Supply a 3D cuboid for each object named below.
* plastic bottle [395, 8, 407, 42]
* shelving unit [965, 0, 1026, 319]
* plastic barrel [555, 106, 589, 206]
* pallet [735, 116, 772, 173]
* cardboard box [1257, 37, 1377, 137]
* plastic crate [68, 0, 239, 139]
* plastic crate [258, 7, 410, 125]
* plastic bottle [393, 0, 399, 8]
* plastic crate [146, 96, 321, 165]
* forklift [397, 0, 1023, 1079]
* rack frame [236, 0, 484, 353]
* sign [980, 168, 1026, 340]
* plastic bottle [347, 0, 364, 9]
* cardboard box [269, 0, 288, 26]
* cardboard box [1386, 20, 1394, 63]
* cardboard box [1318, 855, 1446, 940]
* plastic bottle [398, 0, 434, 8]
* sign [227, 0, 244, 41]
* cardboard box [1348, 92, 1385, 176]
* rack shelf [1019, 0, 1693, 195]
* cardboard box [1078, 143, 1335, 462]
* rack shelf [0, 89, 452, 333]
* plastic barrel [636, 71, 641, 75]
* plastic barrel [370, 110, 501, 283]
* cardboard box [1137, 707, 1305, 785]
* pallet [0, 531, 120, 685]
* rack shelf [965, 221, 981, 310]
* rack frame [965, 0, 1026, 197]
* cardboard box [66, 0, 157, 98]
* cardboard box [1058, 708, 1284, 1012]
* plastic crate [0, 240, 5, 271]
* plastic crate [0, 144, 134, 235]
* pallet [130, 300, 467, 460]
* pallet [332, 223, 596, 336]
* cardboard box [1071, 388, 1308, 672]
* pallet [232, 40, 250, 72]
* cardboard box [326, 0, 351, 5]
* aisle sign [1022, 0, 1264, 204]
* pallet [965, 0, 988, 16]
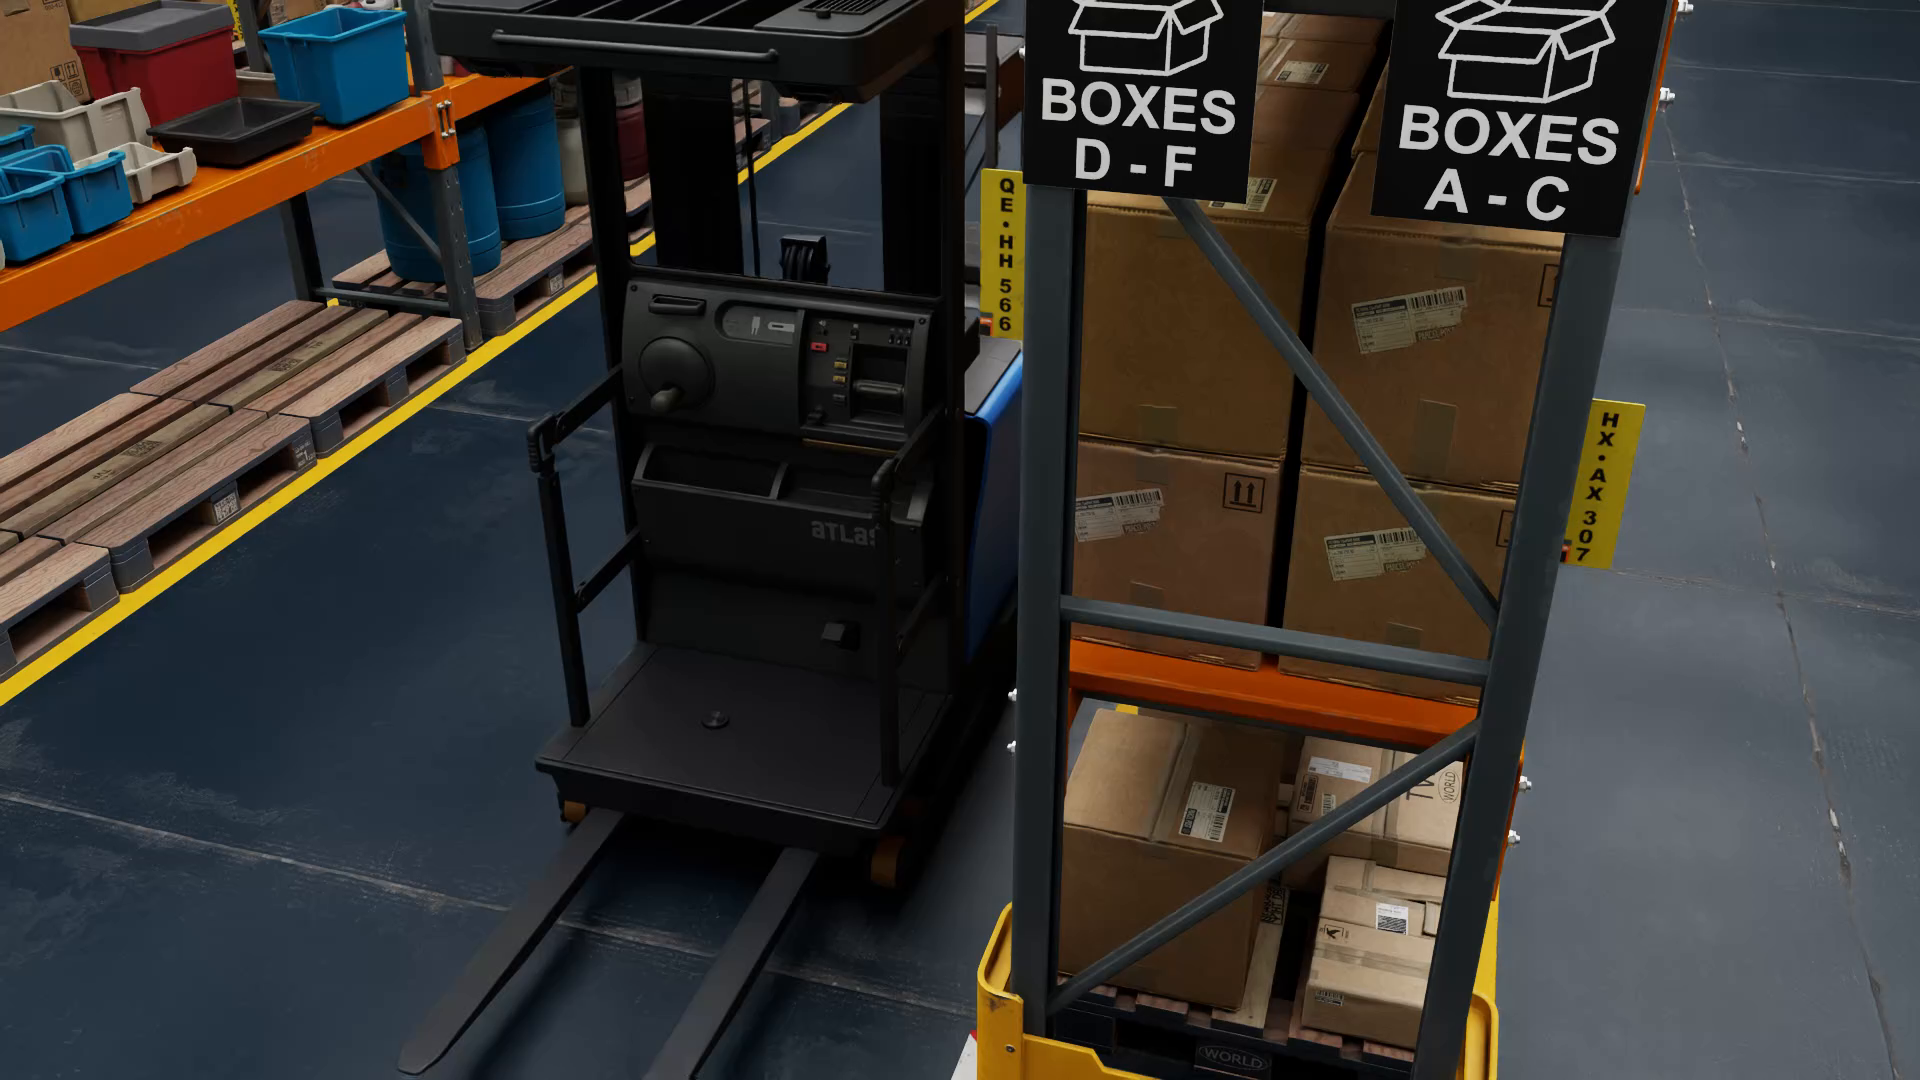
[{"bbox_3d":[-2.910,-2.666,8.661,0.097,0.201,0.097,0,29,0],"label":"plastic bottle"},{"bbox_3d":[0.002,-0.921,6.245,0.431,2.100,0.503,8,30,15],"label":"shelving unit"},{"bbox_3d":[-2.313,-2.288,9.905,0.421,0.512,0.421,0,29,0],"label":"plastic barrel"},{"bbox_3d":[-1.966,-2.631,11.262,1.003,0.211,1.213,8,30,15],"label":"pallet"},{"bbox_3d":[0.774,-0.999,4.328,0.500,0.500,0.500,9,30,16],"label":"cardboard box"},{"bbox_3d":[-3.450,-2.038,7.200,0.402,0.464,0.583,8,30,15],"label":"plastic crate"},{"bbox_3d":[-2.759,-2.117,7.424,0.392,0.384,0.575,8,30,15],"label":"plastic crate"},{"bbox_3d":[-2.991,-2.815,8.776,0.144,0.351,0.185,8,30,15],"label":"plastic bottle"},{"bbox_3d":[-3.020,-1.710,6.960,0.437,0.125,0.590,8,30,15],"label":"plastic crate"},{"bbox_3d":[-0.594,-0.468,4.576,1.130,2.935,3.031,8,30,15],"label":"forklift"},{"bbox_3d":[-2.948,-2.363,7.912,1.000,3.000,0.127,8,30,15],"label":"rack frame"},{"bbox_3d":[0.087,-0.528,3.098,0.100,0.325,0.005,8,30,15],"label":"sign"},{"bbox_3d":[-3.118,-2.655,8.558,0.061,0.283,0.133,8,30,15],"label":"plastic bottle"},{"bbox_3d":[-6.181,-4.602,14.056,0.700,0.500,0.500,6,30,11],"label":"cardboard box"},{"bbox_3d":[1.076,-1.478,5.189,0.500,0.500,0.500,8,30,13],"label":"cardboard box"},{"bbox_3d":[1.136,0.989,4.349,0.380,0.166,0.250,8,30,15],"label":"cardboard box"},{"bbox_3d":[-2.854,-2.795,8.739,0.144,0.351,0.185,8,30,15],"label":"plastic bottle"},{"bbox_3d":[-3.474,-2.563,7.987,0.100,0.325,0.005,8,30,15],"label":"sign"},{"bbox_3d":[1.140,-0.689,3.771,0.500,0.500,0.500,9,30,15],"label":"cardboard box"},{"bbox_3d":[1.199,-1.721,4.413,1.077,0.370,4.000,8,30,15],"label":"rack shelf"},{"bbox_3d":[0.479,-0.522,3.472,0.500,0.500,0.500,8,30,14],"label":"cardboard box"},{"bbox_3d":[-3.536,-1.119,6.416,1.077,0.370,4.000,8,30,15],"label":"rack shelf"},{"bbox_3d":[-1.982,-2.813,10.849,0.421,0.512,0.421,0,29,0],"label":"plastic barrel"},{"bbox_3d":[-2.773,-1.880,8.770,0.600,0.901,0.708,8,30,15],"label":"plastic barrel"},{"bbox_3d":[0.843,0.489,5.162,0.500,0.250,0.500,8,30,15],"label":"cardboard box"},{"bbox_3d":[-3.843,0.337,5.927,1.003,0.211,1.213,8,30,15],"label":"pallet"},{"bbox_3d":[0.002,-0.909,6.252,0.431,0.518,0.480,8,30,15],"label":"rack shelf"},{"bbox_3d":[0.074,-1.034,6.449,0.400,2.100,0.015,8,30,15],"label":"rack frame"},{"bbox_3d":[-6.732,-3.866,12.367,1.225,0.875,0.875,7,30,13],"label":"cardboard box"},{"bbox_3d":[0.536,0.817,4.315,0.500,0.500,0.500,8,30,15],"label":"cardboard box"},{"bbox_3d":[-3.363,-0.935,5.555,0.250,0.136,0.298,8,30,15],"label":"plastic crate"},{"bbox_3d":[-3.261,-1.276,6.069,0.416,0.233,0.300,8,30,15],"label":"plastic crate"},{"bbox_3d":[-3.127,-0.797,7.966,1.003,0.211,1.213,8,30,15],"label":"pallet"},{"bbox_3d":[-2.682,-1.497,9.224,1.003,0.211,1.213,8,30,15],"label":"pallet"},{"bbox_3d":[0.483,-0.086,3.716,0.500,0.500,0.500,9,30,16],"label":"cardboard box"},{"bbox_3d":[-6.278,-4.073,13.854,1.003,0.211,1.213,8,30,15],"label":"pallet"},{"bbox_3d":[-5.858,-5.126,14.998,0.700,0.500,0.500,6,30,11],"label":"cardboard box"},{"bbox_3d":[0.299,-0.944,2.686,0.394,0.787,0.004,8,30,15],"label":"aisle sign"},{"bbox_3d":[-0.363,-5.168,15.823,1.003,0.211,1.213,8,30,15],"label":"pallet"}]
